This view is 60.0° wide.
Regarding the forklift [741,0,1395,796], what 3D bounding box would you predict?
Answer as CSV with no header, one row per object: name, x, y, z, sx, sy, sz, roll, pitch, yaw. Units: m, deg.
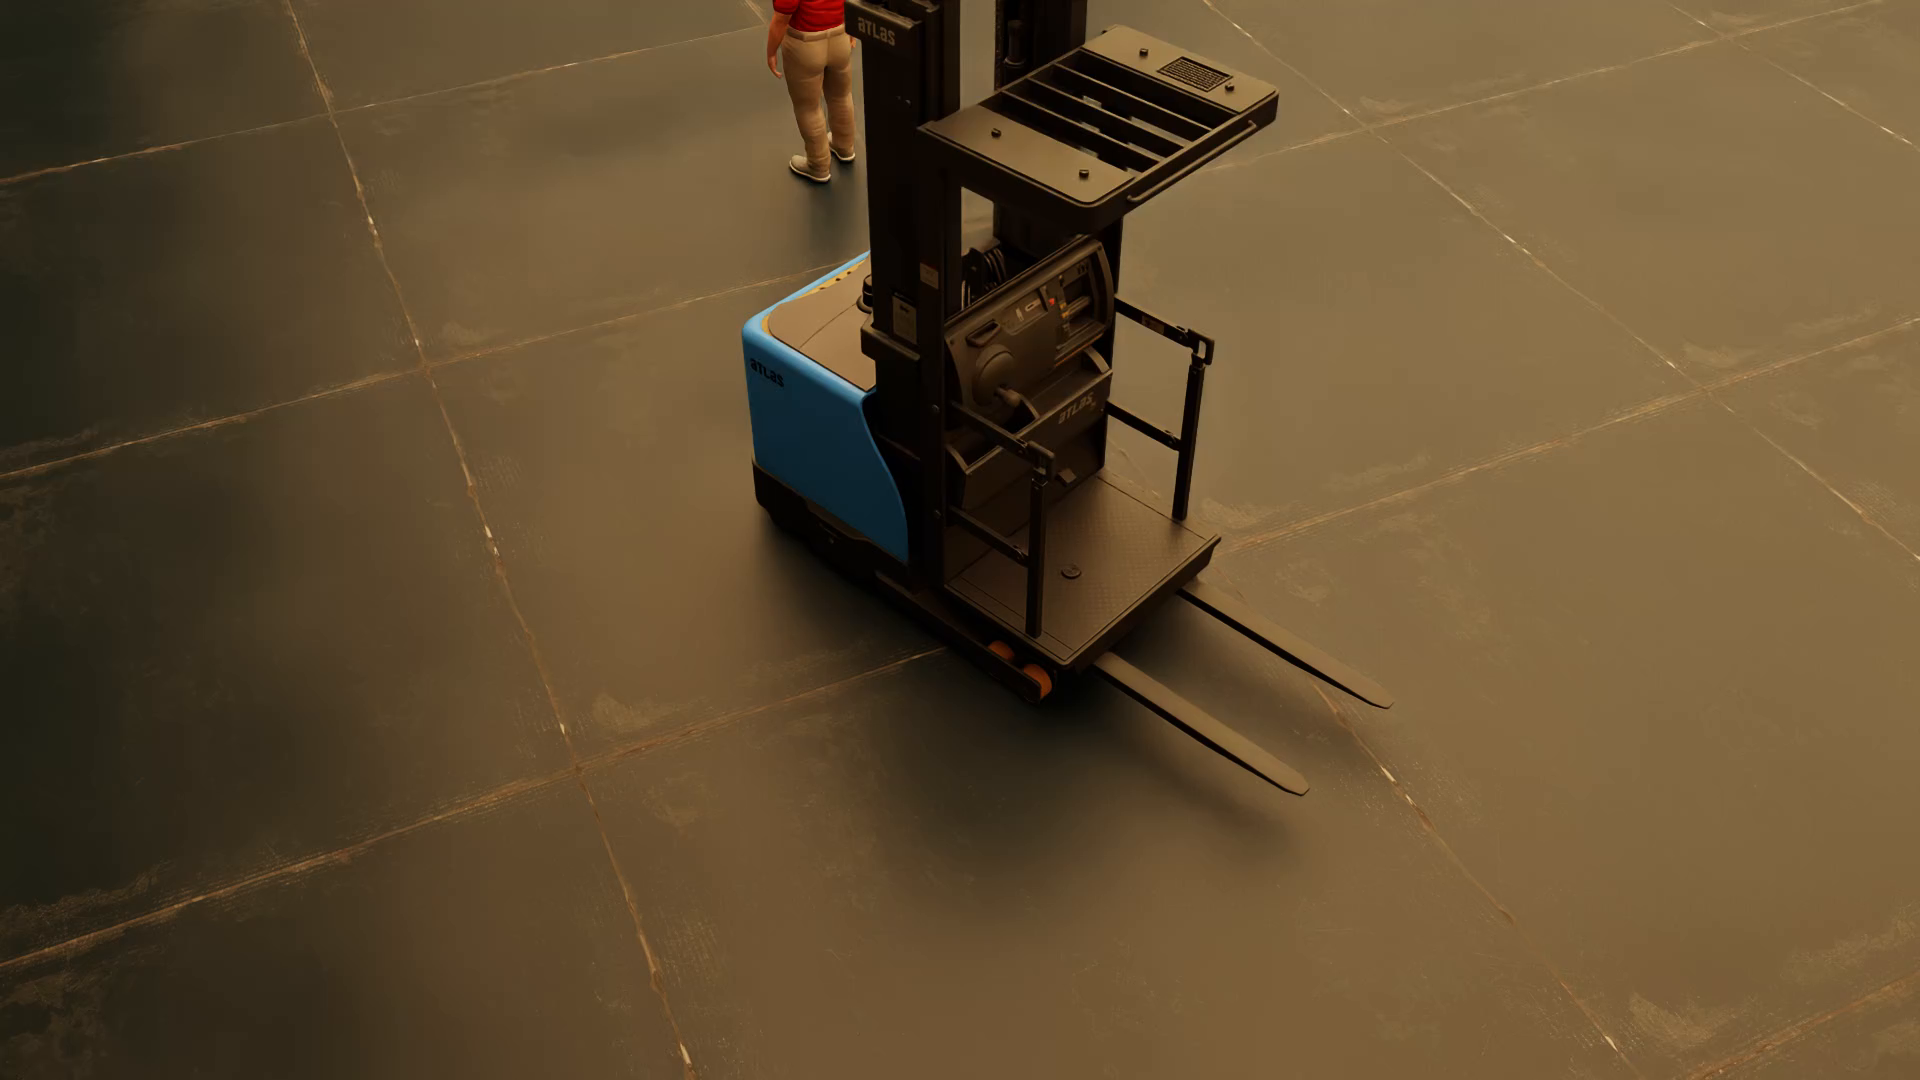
forklift,0.445,-0.788,6.525,3.031,2.935,1.130,32,52,30

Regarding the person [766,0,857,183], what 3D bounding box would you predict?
person,-0.880,-2.911,9.669,0.642,1.729,0.550,-26,49,-25
